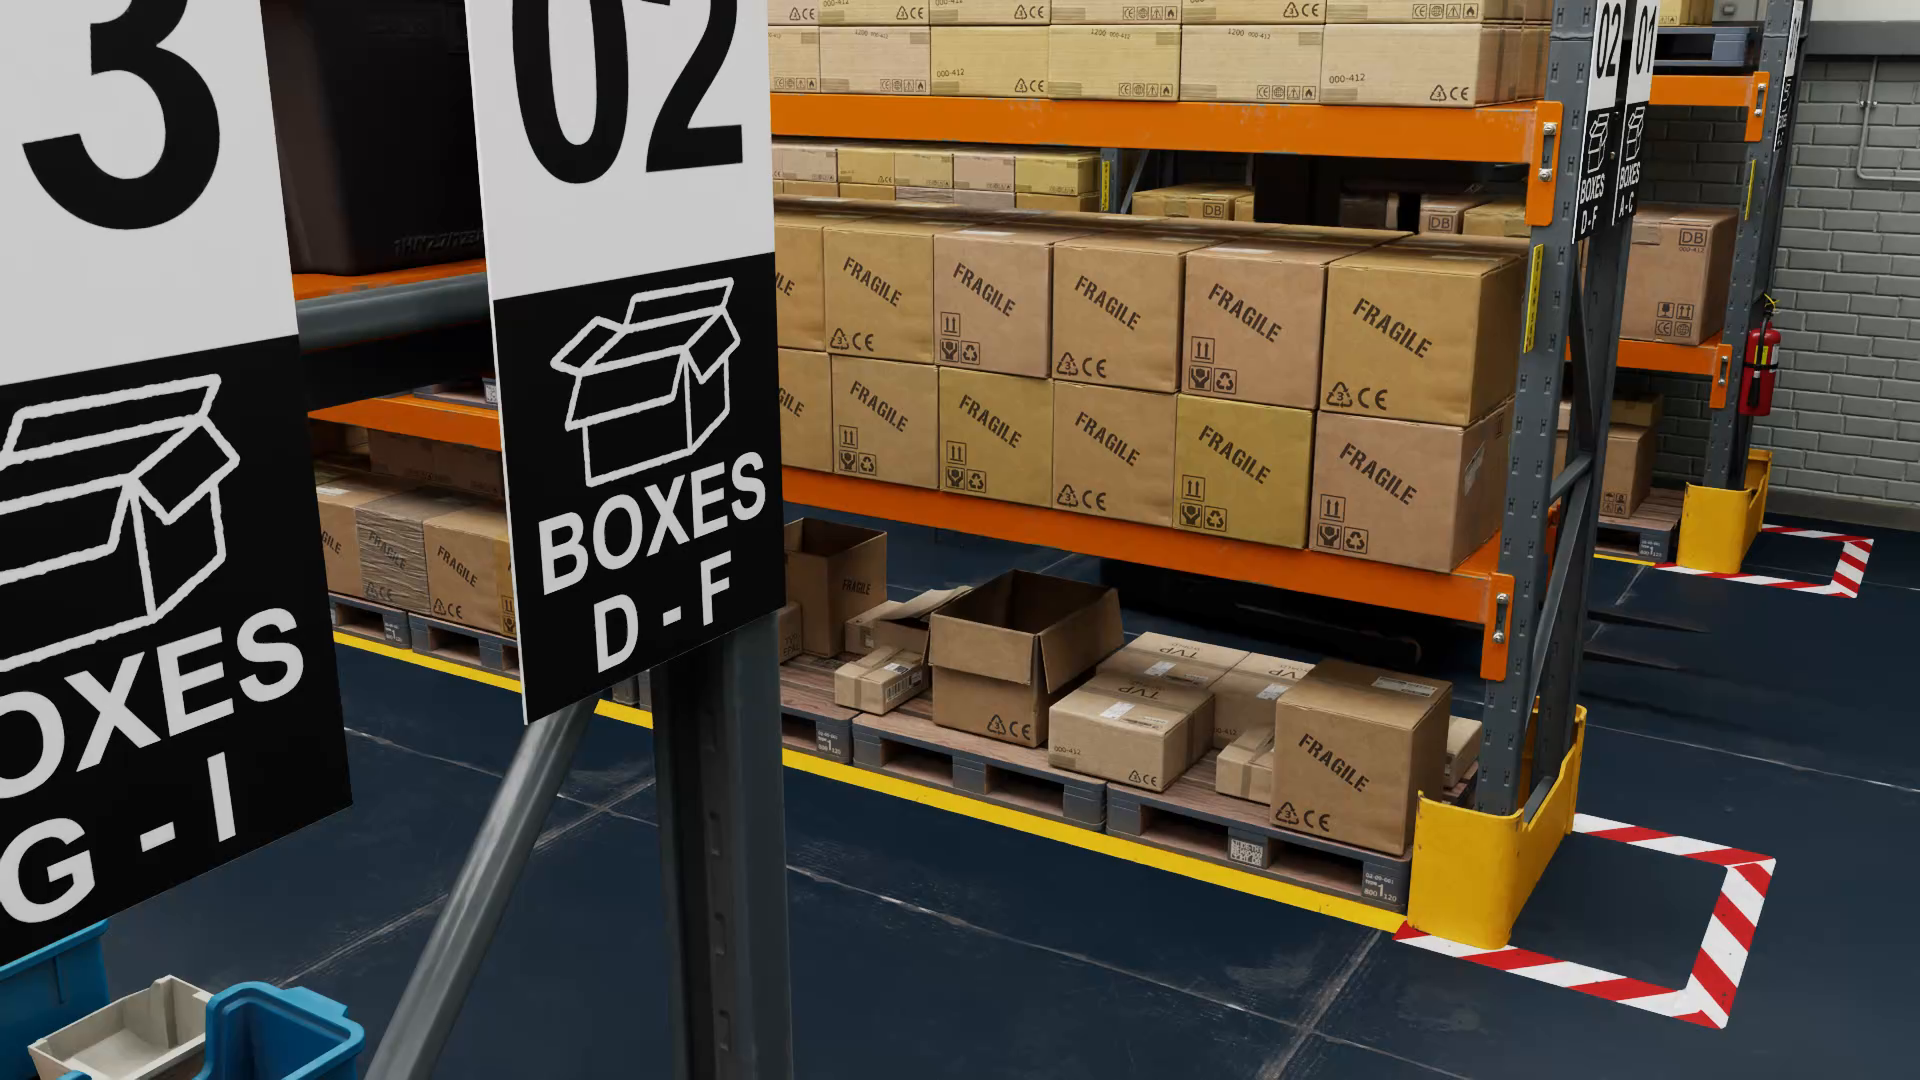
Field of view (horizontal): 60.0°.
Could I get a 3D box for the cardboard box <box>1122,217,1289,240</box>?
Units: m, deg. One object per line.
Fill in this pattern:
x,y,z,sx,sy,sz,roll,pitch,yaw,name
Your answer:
0.966,-0.988,6.582,0.500,0.500,0.500,10,20,31,cardboard box

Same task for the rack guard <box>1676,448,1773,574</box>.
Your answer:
4.690,-0.202,10.186,0.348,0.500,1.175,10,20,30,rack guard

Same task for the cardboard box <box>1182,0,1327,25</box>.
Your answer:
1.082,-1.868,5.607,0.500,0.250,0.500,10,20,30,cardboard box

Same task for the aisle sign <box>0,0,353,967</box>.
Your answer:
-0.608,-0.108,1.105,0.004,0.787,0.394,10,20,30,aisle sign

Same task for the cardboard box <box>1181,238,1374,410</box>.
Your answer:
1.126,-0.777,5.885,0.500,0.500,0.500,11,20,32,cardboard box

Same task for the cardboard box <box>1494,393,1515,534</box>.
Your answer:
1.840,-0.355,6.217,0.500,0.500,0.500,11,20,31,cardboard box

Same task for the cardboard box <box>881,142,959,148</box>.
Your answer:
-0.317,-2.937,12.879,0.500,0.250,0.500,10,19,29,cardboard box

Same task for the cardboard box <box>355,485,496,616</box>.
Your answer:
-2.743,0.045,8.616,0.500,0.500,0.500,10,20,31,cardboard box

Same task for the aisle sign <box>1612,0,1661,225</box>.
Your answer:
2.292,-1.481,5.622,0.004,0.787,0.394,10,20,30,aisle sign

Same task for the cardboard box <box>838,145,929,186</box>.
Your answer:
-0.571,-2.811,12.467,0.500,0.250,0.500,10,19,29,cardboard box

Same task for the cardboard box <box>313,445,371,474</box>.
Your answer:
-3.377,-0.243,9.563,0.500,0.500,0.500,9,19,28,cardboard box

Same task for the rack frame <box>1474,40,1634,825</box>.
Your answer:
2.080,-0.174,5.794,0.127,3.000,1.000,10,20,30,rack frame

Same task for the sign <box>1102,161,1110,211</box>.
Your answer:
0.985,-2.390,11.234,0.005,0.325,0.100,10,20,30,sign

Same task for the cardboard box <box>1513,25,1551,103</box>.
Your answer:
1.775,-1.679,5.844,0.500,0.250,0.500,10,20,30,cardboard box

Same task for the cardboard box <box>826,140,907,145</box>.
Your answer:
-0.751,-3.014,13.134,0.500,0.250,0.500,10,19,29,cardboard box

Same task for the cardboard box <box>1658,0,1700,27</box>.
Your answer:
3.906,-3.060,9.495,0.500,0.250,0.500,11,20,32,cardboard box

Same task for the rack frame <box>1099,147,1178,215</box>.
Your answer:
1.261,-2.010,11.838,0.127,3.000,1.000,10,20,30,rack frame

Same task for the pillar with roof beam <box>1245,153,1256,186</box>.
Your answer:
0.057,-3.922,7.811,0.400,9.000,9.100,10,20,30,pillar with roof beam

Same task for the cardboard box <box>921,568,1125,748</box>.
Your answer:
0.275,0.486,7.159,0.637,0.503,0.797,10,20,30,cardboard box

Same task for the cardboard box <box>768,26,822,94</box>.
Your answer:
-0.620,-1.934,6.684,0.500,0.250,0.500,10,20,30,cardboard box

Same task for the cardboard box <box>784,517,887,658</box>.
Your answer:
-0.695,0.219,8.042,0.500,0.500,0.500,10,20,30,cardboard box

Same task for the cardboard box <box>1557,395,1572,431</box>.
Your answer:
3.815,-0.773,10.228,0.250,0.149,0.380,10,19,29,cardboard box

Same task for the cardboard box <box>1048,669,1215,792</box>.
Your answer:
0.694,0.757,6.701,0.500,0.250,0.500,10,20,30,cardboard box

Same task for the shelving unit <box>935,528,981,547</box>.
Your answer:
-0.012,-0.576,10.214,0.189,1.200,0.258,10,20,30,shelving unit

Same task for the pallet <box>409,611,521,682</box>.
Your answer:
-2.042,0.437,8.579,1.213,0.211,1.003,10,20,30,pallet

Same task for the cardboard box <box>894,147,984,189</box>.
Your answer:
-0.137,-2.734,12.213,0.500,0.250,0.500,11,20,31,cardboard box

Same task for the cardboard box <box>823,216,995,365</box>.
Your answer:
-0.197,-1.011,6.656,0.500,0.500,0.500,9,19,28,cardboard box

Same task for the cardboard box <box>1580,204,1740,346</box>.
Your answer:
4.229,-1.620,10.038,0.700,0.700,0.980,11,20,33,cardboard box

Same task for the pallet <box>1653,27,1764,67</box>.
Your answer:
4.031,-2.905,9.775,1.213,0.211,1.003,10,20,30,pallet

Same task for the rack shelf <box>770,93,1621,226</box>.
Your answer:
0.376,-1.570,6.464,4.000,0.370,1.077,10,20,30,rack shelf

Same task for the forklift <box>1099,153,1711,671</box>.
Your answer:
2.268,-0.930,8.398,3.031,2.935,1.130,12,20,34,forklift

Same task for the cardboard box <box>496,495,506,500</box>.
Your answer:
-2.074,-0.009,8.795,0.500,0.500,0.500,10,20,31,cardboard box

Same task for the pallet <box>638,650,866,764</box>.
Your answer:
-0.744,0.656,7.858,1.213,0.211,1.003,10,20,30,pallet

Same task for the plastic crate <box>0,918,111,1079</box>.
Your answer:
-1.676,0.784,2.824,0.300,0.233,0.416,10,20,30,plastic crate

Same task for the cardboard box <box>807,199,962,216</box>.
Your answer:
-0.324,-1.219,7.341,0.500,0.500,0.500,10,19,29,cardboard box

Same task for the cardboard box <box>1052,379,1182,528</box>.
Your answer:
0.689,-0.378,6.293,0.500,0.500,0.500,10,20,30,cardboard box

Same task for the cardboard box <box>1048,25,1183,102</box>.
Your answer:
0.651,-1.702,5.921,0.500,0.250,0.500,10,20,30,cardboard box

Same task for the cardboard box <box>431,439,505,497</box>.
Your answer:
-2.466,-0.442,8.929,0.500,0.250,0.500,10,20,30,cardboard box

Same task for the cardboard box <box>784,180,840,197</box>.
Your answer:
-1.004,-2.523,12.809,0.500,0.500,0.500,10,20,30,cardboard box

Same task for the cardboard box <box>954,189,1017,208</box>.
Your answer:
0.295,-2.293,12.050,0.500,0.500,0.500,10,20,31,cardboard box

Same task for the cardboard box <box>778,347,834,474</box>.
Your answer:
-0.599,-0.608,7.051,0.500,0.500,0.500,11,20,31,cardboard box

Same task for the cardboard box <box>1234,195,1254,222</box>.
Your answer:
2.333,-1.955,11.139,0.700,0.700,0.980,10,19,29,cardboard box

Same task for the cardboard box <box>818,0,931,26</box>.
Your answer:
-0.197,-2.095,6.355,0.500,0.250,0.500,10,20,30,cardboard box

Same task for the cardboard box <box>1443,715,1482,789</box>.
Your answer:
1.903,0.830,6.634,0.250,0.149,0.380,10,20,30,cardboard box

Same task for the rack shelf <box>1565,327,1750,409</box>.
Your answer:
2.965,-1.362,10.941,4.000,0.370,1.077,10,20,30,rack shelf

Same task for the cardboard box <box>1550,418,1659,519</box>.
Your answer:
4.020,-0.488,10.406,0.500,0.500,0.700,10,20,30,cardboard box
